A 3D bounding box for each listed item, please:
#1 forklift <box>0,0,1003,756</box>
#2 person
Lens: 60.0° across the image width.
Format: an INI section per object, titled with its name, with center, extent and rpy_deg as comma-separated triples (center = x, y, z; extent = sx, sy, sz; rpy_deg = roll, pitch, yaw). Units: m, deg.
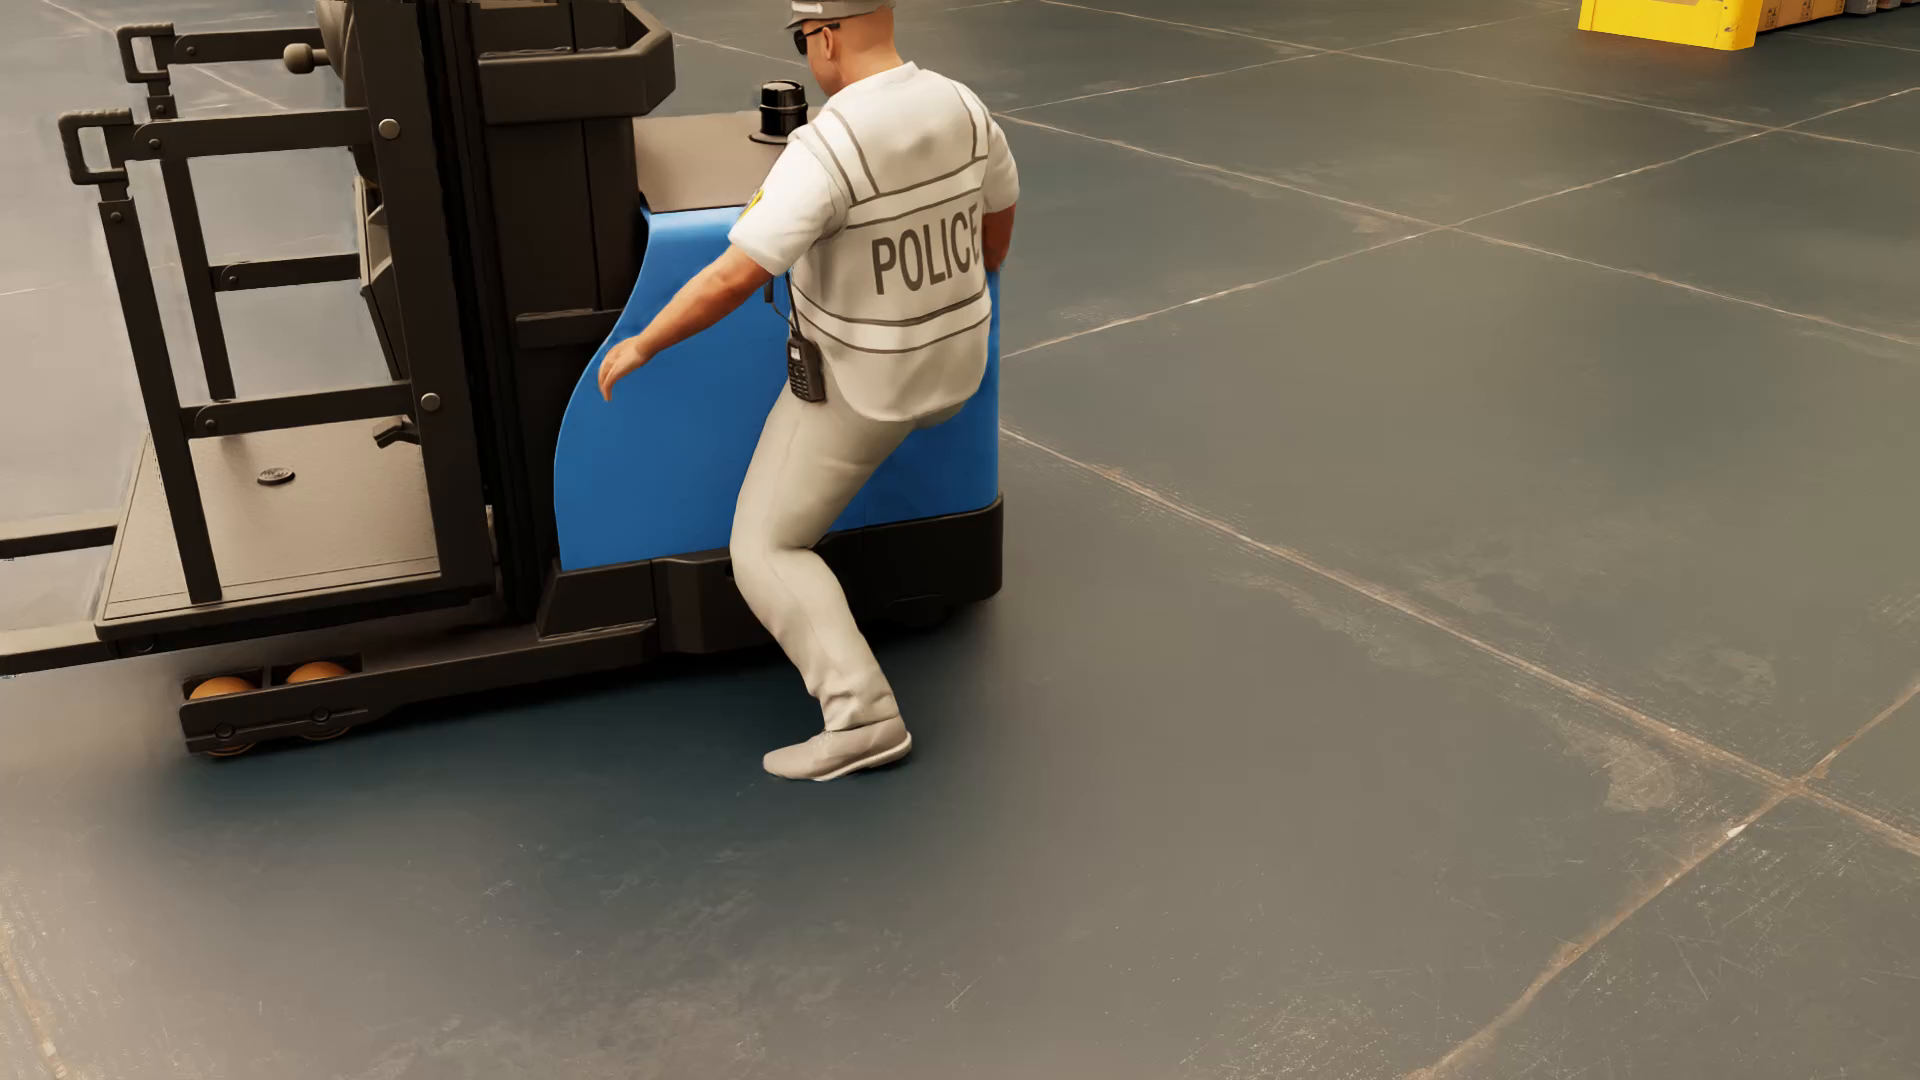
[forklift]
center = -1.470, -1.114, 3.448
extent = 3.031, 2.935, 1.130
rpy_deg = -9, 28, -17
[person]
center = -0.236, -0.396, 3.540
extent = 0.721, 1.627, 0.972
rpy_deg = 24, 35, 39
